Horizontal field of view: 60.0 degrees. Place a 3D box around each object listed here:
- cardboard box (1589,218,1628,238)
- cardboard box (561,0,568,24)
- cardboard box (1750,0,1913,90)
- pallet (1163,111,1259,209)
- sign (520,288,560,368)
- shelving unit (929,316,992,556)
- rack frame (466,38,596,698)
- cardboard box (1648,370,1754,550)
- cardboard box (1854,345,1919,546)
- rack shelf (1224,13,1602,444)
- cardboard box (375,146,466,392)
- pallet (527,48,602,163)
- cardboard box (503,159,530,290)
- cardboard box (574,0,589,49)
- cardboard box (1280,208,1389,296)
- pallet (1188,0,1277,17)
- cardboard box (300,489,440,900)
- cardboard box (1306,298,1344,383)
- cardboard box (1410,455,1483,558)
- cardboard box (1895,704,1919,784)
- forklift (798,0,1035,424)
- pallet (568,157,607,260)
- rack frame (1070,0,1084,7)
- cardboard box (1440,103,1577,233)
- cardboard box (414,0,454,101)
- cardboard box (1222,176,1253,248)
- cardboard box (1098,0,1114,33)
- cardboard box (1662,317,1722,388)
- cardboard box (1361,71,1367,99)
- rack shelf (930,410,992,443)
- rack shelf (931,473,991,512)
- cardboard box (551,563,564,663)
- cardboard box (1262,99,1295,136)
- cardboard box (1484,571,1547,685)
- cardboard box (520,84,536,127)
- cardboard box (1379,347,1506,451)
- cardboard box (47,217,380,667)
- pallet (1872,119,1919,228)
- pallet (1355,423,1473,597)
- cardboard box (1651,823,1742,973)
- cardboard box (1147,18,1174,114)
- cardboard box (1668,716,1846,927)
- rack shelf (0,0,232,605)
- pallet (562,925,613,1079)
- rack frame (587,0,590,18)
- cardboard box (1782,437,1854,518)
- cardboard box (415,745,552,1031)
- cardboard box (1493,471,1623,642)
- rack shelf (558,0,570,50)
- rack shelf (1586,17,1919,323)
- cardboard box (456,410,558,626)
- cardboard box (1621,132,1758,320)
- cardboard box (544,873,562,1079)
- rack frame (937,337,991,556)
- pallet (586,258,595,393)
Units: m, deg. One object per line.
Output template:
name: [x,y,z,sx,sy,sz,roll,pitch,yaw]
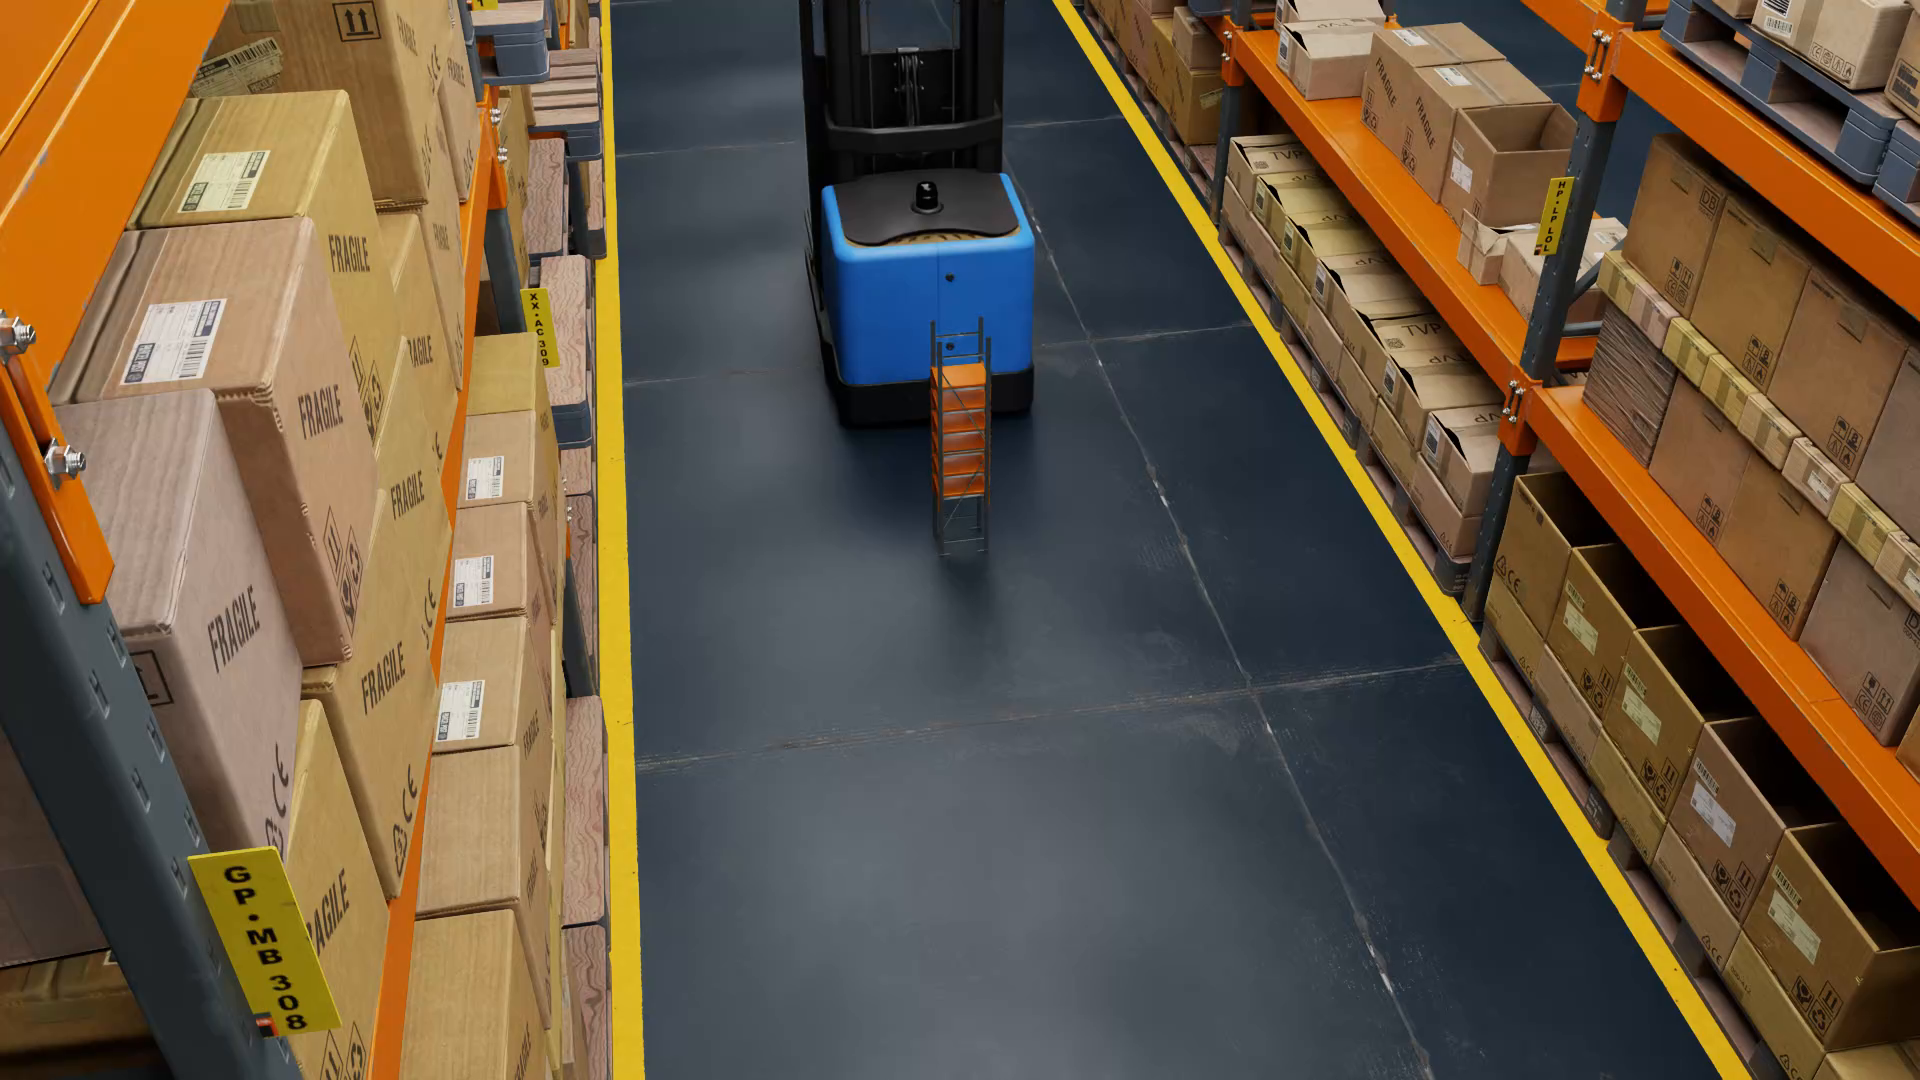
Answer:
cardboard box: [2.878,-1.347,7.643,0.380,0.149,0.250,-6,38,-8]
cardboard box: [-2.574,-3.225,10.044,0.380,0.149,0.250,-5,38,-7]
cardboard box: [2.756,-1.600,4.936,0.500,0.311,0.500,-8,39,-10]
pallet: [2.038,-2.659,11.400,1.003,0.211,1.213,-6,38,-8]
sign: [-1.511,-0.758,5.976,0.100,0.325,0.005,-6,38,-8]
shelving unit: [0.003,-0.465,7.771,0.258,1.200,0.189,-6,38,-8]
rack frame: [-2.044,-0.354,6.160,1.000,3.000,0.127,-6,38,-8]
cardboard box: [3.015,-0.343,6.065,0.700,0.500,0.500,-7,38,-8]
cardboard box: [3.181,-0.264,4.906,0.700,0.500,0.500,-6,38,-8]
rack shelf: [2.482,-1.813,8.624,1.077,0.370,4.000,-6,38,-8]
cardboard box: [-1.501,-0.670,4.024,0.500,0.500,0.500,-8,38,-10]
pallet: [-2.515,-2.275,8.790,1.213,0.211,1.003,-6,38,-8]
cardboard box: [-2.190,-1.216,6.830,0.700,0.500,0.500,-3,38,-3]
cardboard box: [-3.046,-3.587,11.733,0.750,0.750,0.750,-5,38,-7]
cardboard box: [2.121,-1.634,9.249,0.500,0.311,0.500,-7,38,-9]
pallet: [1.943,-3.631,10.535,1.213,0.211,1.003,-6,38,-8]
cardboard box: [-1.214,0.273,2.810,0.500,0.500,0.500,-4,38,-5]
cardboard box: [2.210,-1.110,9.033,0.500,0.250,0.500,-5,38,-7]
cardboard box: [2.474,-0.188,7.846,0.500,0.250,0.500,-7,38,-8]
cardboard box: [3.286,0.587,4.868,0.700,0.500,0.500,-6,38,-8]
forklift: [-0.346,-2.673,9.202,1.130,2.935,3.031,-6,38,-7]
pallet: [-2.809,-2.153,10.749,1.003,0.211,1.213,-6,38,-8]
rack frame: [1.430,-5.721,13.069,1.000,3.000,0.127,-6,38,-8]
cardboard box: [2.622,-1.712,7.827,0.500,0.500,0.500,-4,38,-5]
cardboard box: [-1.582,-1.375,4.117,0.500,0.500,0.500,-4,38,-5]
cardboard box: [1.934,-2.037,10.226,0.500,0.250,0.500,-6,38,-8]
cardboard box: [1.379,-4.268,12.877,0.500,0.500,0.500,-6,38,-7]
cardboard box: [2.780,-0.694,5.988,0.380,0.149,0.250,-7,38,-9]
cardboard box: [2.410,-2.441,9.052,0.380,0.149,0.250,-4,38,-5]
rack shelf: [0.003,-0.525,7.724,0.258,0.103,0.180,-6,38,-8]
rack shelf: [0.003,-0.240,7.945,0.258,0.103,0.180,-6,38,-8]
cardboard box: [-1.583,0.253,5.485,0.500,0.250,0.500,-6,38,-8]
cardboard box: [2.333,-2.797,10.984,0.500,0.500,0.500,-5,38,-6]
cardboard box: [2.615,0.344,7.161,0.500,0.250,0.500,-6,38,-8]
cardboard box: [-2.528,-2.365,8.310,0.700,0.500,0.500,-10,39,-12]
cardboard box: [2.382,-0.718,8.070,0.500,0.311,0.500,-5,38,-7]
cardboard box: [-1.209,-0.132,2.517,0.500,0.500,0.500,-7,38,-8]
pallet: [3.218,-0.791,4.350,1.003,0.211,1.213,-6,38,-8]
pallet: [2.665,-0.228,8.272,1.003,0.211,1.213,-6,38,-8]
cardboard box: [2.874,1.250,5.994,0.500,0.250,0.500,-6,38,-8]
cardboard box: [1.646,-3.344,11.688,0.500,0.500,0.500,-8,38,-10]
cardboard box: [2.871,0.955,5.764,0.500,0.500,0.500,-6,38,-8]
rack shelf: [-1.693,-1.229,2.986,1.077,0.370,4.000,-6,38,-8]
pallet: [-1.674,1.888,5.548,1.003,0.211,1.213,-6,38,-8]
rack frame: [-3.446,-5.186,12.380,1.000,3.000,0.127,-6,38,-8]
cardboard box: [2.919,-0.223,5.382,0.380,0.149,0.250,-7,38,-9]
cardboard box: [-1.292,0.885,4.061,0.500,0.500,0.500,-7,38,-9]
cardboard box: [2.606,0.049,6.930,0.500,0.500,0.500,-6,38,-8]
rack shelf: [-3.096,-3.694,11.046,1.077,0.370,4.000,-6,38,-8]
rack shelf: [3.183,-0.581,4.594,1.077,0.370,4.000,-6,38,-8]
cardboard box: [-1.563,-0.045,5.258,0.500,0.500,0.500,-6,38,-8]
cardboard box: [2.917,-1.173,6.076,0.700,0.500,0.500,-6,38,-8]
cardboard box: [-1.304,1.164,4.312,0.500,0.250,0.500,-7,38,-9]
rack frame: [0.019,-0.410,7.699,0.240,1.200,0.006,-6,38,-8]
pallet: [-2.610,-1.196,9.518,1.003,0.211,1.213,-6,38,-8]
